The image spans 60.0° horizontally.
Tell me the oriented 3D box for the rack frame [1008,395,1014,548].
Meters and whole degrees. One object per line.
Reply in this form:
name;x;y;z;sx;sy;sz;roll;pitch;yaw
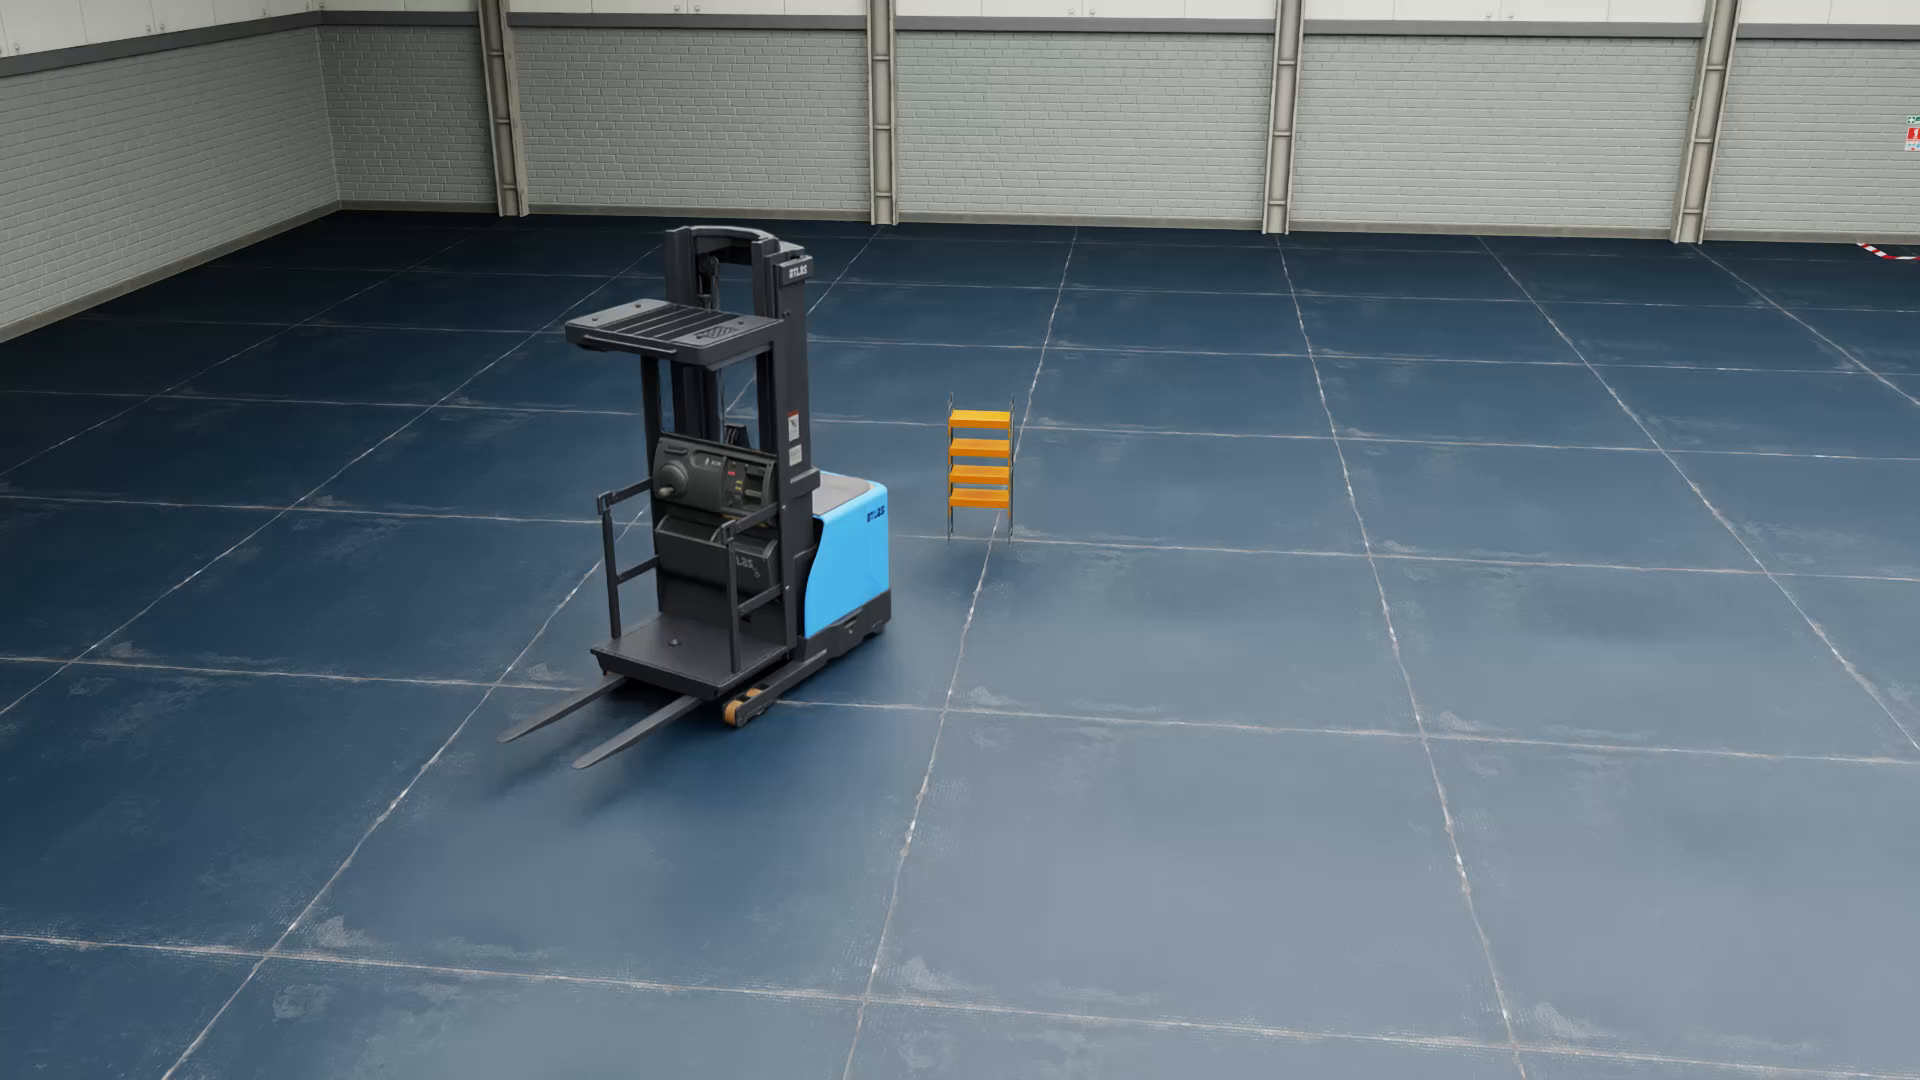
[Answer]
rack frame;0.407;-0.540;13.174;0.015;1.200;0.240;2;22;6

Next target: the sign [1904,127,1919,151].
sign;13.717;-5.761;23.883;0.234;0.329;0.001;2;22;6

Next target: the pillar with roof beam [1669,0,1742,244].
pillar with roof beam;10.239;-7.040;19.007;0.400;9.000;9.100;2;22;6

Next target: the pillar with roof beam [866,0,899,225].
pillar with roof beam;-1.678;-7.559;20.320;0.400;9.000;9.100;2;22;6

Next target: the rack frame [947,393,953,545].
rack frame;-0.078;-0.561;13.228;0.015;1.200;0.240;2;22;6

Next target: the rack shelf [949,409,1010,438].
rack shelf;0.164;-0.916;13.057;0.480;0.148;0.258;2;22;6

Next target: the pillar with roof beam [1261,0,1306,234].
pillar with roof beam;4.281;-7.299;19.663;0.400;9.000;9.100;2;22;6

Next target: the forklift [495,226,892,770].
forklift;-1.682;-0.382;10.418;1.130;2.935;3.031;13;25;29

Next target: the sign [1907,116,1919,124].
sign;13.721;-6.004;23.777;0.331;0.109;0.001;2;22;6

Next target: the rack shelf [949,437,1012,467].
rack shelf;0.164;-0.696;13.144;0.480;0.148;0.258;2;22;6

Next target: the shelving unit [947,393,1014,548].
shelving unit;0.164;-0.551;13.201;0.503;1.200;0.258;2;22;6

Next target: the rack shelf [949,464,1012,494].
rack shelf;0.164;-0.488;13.226;0.480;0.148;0.258;2;22;6

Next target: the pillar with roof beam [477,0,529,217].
pillar with roof beam;-7.636;-7.819;20.976;0.400;9.000;9.100;2;22;6

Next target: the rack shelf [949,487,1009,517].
rack shelf;0.164;-0.304;13.299;0.480;0.148;0.258;2;22;6
